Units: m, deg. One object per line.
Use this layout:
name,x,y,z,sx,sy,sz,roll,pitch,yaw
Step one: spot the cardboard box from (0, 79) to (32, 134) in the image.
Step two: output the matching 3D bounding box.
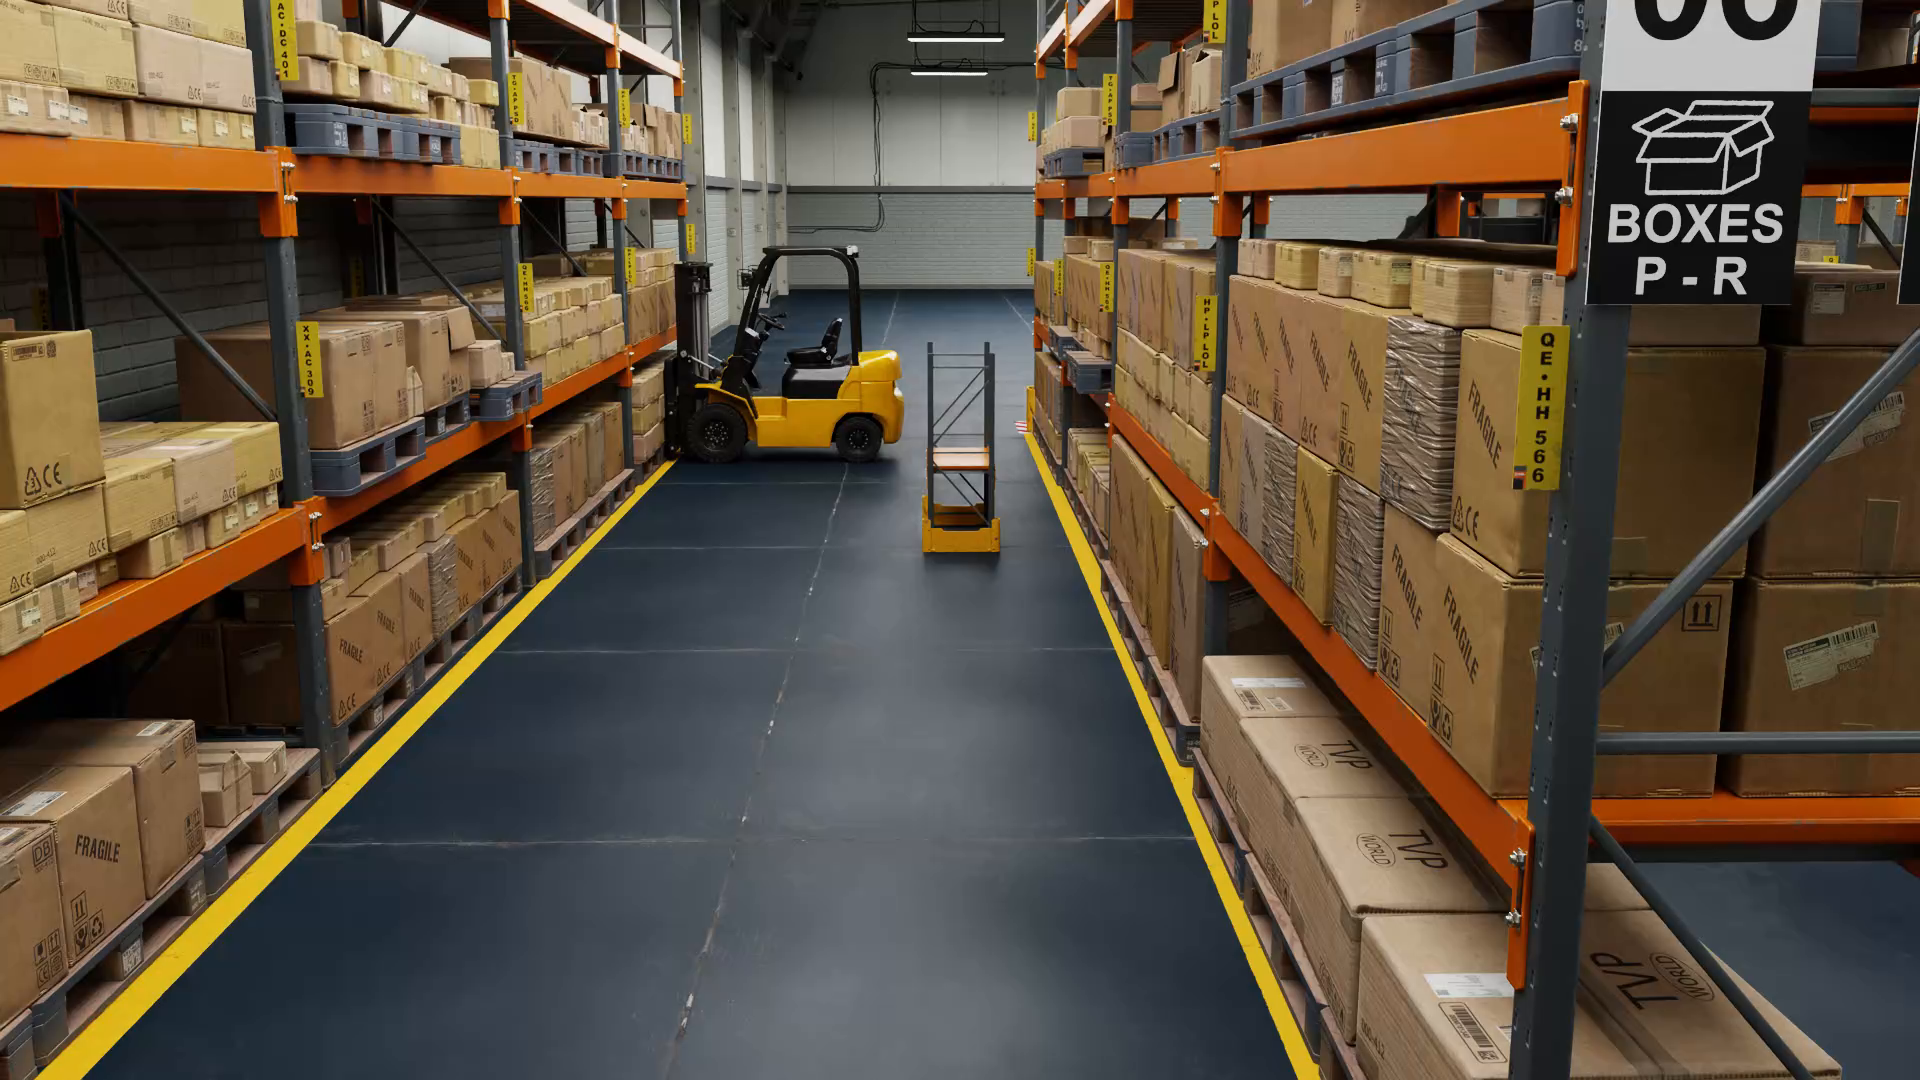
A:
cardboard box,-2.977,-1.271,4.866,0.380,0.149,0.250,0,11,-1

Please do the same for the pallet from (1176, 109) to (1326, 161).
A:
pallet,1.543,-1.929,7.960,0.805,0.209,1.217,-1,11,-3

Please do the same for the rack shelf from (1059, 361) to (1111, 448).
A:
rack shelf,1.488,-1.211,13.292,1.077,0.370,4.000,0,11,-1

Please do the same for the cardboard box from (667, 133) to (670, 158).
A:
cardboard box,-3.273,-4.180,17.604,0.396,0.266,0.258,0,11,-1

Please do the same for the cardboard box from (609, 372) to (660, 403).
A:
cardboard box,-3.213,-1.487,16.190,0.500,0.250,0.500,0,11,-1

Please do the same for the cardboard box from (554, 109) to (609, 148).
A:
cardboard box,-3.258,-3.478,14.031,0.500,0.311,0.500,-1,11,-3

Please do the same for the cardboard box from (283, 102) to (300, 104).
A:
cardboard box,-3.503,-2.217,8.224,0.380,0.149,0.250,-1,11,-3

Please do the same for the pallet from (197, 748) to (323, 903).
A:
pallet,-3.338,1.154,6.842,1.003,0.211,1.213,0,11,-1

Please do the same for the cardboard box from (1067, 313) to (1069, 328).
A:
cardboard box,1.142,-1.932,14.615,0.380,0.149,0.250,0,11,0

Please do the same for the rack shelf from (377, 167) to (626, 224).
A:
rack shelf,-3.475,-2.660,12.890,1.077,0.370,4.000,0,11,-1

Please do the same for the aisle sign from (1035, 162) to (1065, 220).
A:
aisle sign,1.053,-4.041,18.895,0.394,0.787,0.004,0,11,-1

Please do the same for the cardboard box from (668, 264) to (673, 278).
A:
cardboard box,-3.332,-2.931,18.082,0.380,0.149,0.250,0,11,0

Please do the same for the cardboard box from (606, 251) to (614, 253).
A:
cardboard box,-3.794,-2.974,17.542,0.380,0.149,0.250,0,11,1

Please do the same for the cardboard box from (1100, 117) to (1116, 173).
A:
cardboard box,1.469,-2.989,12.446,0.797,0.503,0.637,0,11,-1

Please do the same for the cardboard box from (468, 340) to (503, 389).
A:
cardboard box,-3.088,-1.069,10.103,0.500,0.250,0.500,-1,11,-4

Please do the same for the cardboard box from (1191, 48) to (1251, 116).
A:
cardboard box,1.384,-2.177,7.870,0.500,0.311,0.500,0,11,-1

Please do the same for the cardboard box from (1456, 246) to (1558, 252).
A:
cardboard box,1.900,-0.913,5.619,0.380,0.149,0.250,0,11,-2

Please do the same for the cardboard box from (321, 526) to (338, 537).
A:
cardboard box,-3.691,-0.028,9.250,0.380,0.149,0.250,-1,11,-3

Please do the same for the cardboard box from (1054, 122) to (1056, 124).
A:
cardboard box,1.087,-3.915,15.895,0.380,0.149,0.250,0,11,1

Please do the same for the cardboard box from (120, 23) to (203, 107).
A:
cardboard box,-3.069,-1.694,5.948,0.500,0.250,0.500,-1,11,-3

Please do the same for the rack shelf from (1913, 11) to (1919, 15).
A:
rack shelf,6.435,-3.995,12.935,1.077,0.370,4.000,0,11,-1

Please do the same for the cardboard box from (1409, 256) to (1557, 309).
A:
cardboard box,1.469,-0.707,4.601,0.380,0.149,0.250,0,11,-2

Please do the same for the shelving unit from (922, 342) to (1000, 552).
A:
shelving unit,-0.002,-0.750,12.985,0.587,1.500,1.083,0,11,-1

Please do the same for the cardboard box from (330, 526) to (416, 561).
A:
cardboard box,-3.182,0.020,9.015,0.380,0.149,0.250,0,11,1

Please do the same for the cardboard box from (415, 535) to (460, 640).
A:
cardboard box,-3.167,0.265,9.442,0.500,0.500,0.500,-1,11,-3

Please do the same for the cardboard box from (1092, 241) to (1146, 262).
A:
cardboard box,1.213,-2.208,12.712,0.380,0.149,0.250,-1,11,-4

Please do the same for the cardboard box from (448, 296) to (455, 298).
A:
cardboard box,-3.760,-1.627,11.651,0.380,0.149,0.250,0,11,0

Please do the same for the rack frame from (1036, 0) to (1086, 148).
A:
rack frame,1.364,-5.696,18.503,1.000,3.000,0.127,0,11,-1

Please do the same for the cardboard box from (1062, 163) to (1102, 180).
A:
cardboard box,1.134,-3.369,15.210,0.380,0.149,0.250,0,11,-1

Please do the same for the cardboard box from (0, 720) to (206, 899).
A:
cardboard box,-3.186,0.966,5.982,0.700,0.500,0.500,-1,11,-3

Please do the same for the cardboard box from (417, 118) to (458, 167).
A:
cardboard box,-3.159,-2.241,9.393,0.500,0.250,0.500,0,11,-1

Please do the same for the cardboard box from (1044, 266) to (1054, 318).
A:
cardboard box,1.141,-2.550,17.085,0.500,0.500,0.500,0,11,-2

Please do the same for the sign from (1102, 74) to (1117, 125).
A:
sign,0.987,-2.887,10.902,0.100,0.325,0.005,0,11,-1

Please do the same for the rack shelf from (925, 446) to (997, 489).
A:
rack shelf,-0.002,-0.576,13.029,0.538,0.185,1.000,0,11,-1

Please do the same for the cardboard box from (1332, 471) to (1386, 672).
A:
cardboard box,1.404,0.079,4.875,0.500,0.500,0.500,0,11,0

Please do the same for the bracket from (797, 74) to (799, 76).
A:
bracket,-4.796,-13.698,48.893,0.076,0.066,3.189,0,11,-1

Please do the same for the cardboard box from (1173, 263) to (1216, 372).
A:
cardboard box,1.333,-1.100,8.172,0.500,0.500,0.500,0,11,0

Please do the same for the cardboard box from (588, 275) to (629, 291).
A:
cardboard box,-3.260,-2.371,15.319,0.380,0.149,0.250,0,11,-2

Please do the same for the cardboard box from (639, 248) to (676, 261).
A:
cardboard box,-3.381,-3.177,18.545,0.380,0.149,0.250,0,11,-1

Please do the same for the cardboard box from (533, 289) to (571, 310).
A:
cardboard box,-3.183,-1.833,12.665,0.380,0.149,0.250,0,11,0

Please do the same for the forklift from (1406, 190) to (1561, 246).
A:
forklift,3.933,-1.382,12.499,1.130,2.935,3.031,1,11,4

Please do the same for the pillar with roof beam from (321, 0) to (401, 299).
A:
pillar with roof beam,-0.057,-4.358,11.907,9.100,9.000,0.400,0,11,-1

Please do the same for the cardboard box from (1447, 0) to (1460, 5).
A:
cardboard box,1.803,-1.751,5.041,0.500,0.500,0.500,0,11,0

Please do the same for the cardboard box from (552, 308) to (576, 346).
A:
cardboard box,-3.200,-1.609,12.565,0.500,0.250,0.500,-1,11,-3

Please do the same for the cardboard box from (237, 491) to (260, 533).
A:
cardboard box,-3.065,-0.112,6.700,0.380,0.149,0.250,0,11,0

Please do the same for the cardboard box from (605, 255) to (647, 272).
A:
cardboard box,-3.239,-2.671,16.049,0.380,0.149,0.250,0,11,0

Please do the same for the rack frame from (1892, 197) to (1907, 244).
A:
rack frame,11.272,-2.797,19.300,1.000,3.000,0.127,0,11,-1

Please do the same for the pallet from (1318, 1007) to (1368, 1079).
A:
pallet,1.600,1.633,4.481,1.003,0.211,1.213,0,11,-1

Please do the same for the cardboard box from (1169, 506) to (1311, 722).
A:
cardboard box,1.519,0.342,8.117,0.875,0.875,0.875,0,11,1

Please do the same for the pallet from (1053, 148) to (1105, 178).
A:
pallet,1.377,-3.010,13.277,1.213,0.211,1.003,0,11,-1

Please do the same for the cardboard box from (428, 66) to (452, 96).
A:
cardboard box,-3.111,-2.607,9.449,0.380,0.149,0.250,0,11,-2

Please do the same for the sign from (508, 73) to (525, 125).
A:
sign,-2.891,-2.870,10.816,0.100,0.325,0.005,0,11,-1

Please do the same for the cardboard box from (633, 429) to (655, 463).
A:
cardboard box,-3.195,-0.896,15.788,0.500,0.250,0.500,0,11,-1

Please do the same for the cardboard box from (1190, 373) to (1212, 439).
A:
cardboard box,1.360,-0.629,7.734,0.500,0.250,0.500,0,11,-1

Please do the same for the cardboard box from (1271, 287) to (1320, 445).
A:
cardboard box,1.383,-0.612,5.763,0.500,0.500,0.500,0,11,0

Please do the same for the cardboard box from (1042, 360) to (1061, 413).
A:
cardboard box,1.122,-1.612,17.433,0.500,0.500,0.500,0,11,0

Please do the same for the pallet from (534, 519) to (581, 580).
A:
pallet,-3.412,0.058,12.241,1.003,0.211,1.213,0,11,-1

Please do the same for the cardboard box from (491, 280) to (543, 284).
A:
cardboard box,-3.766,-2.133,14.144,0.380,0.149,0.250,0,11,-1
